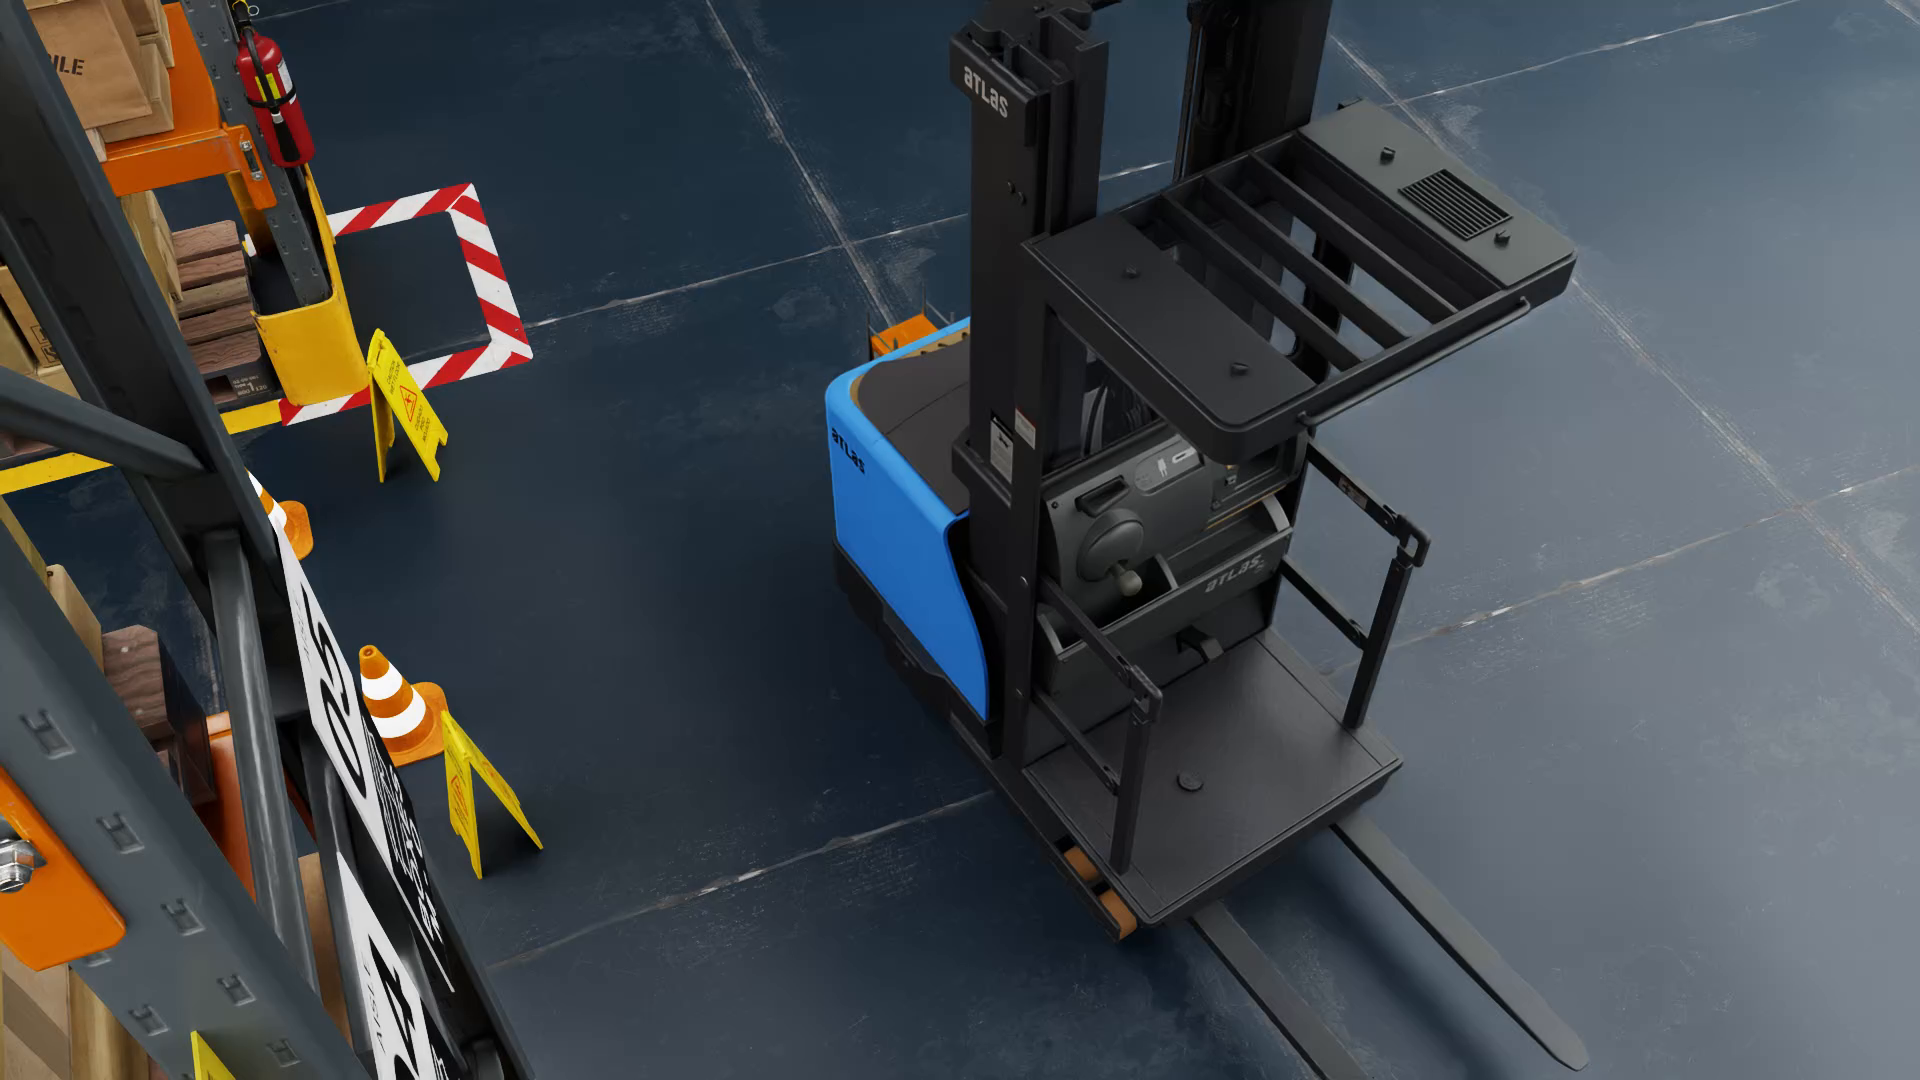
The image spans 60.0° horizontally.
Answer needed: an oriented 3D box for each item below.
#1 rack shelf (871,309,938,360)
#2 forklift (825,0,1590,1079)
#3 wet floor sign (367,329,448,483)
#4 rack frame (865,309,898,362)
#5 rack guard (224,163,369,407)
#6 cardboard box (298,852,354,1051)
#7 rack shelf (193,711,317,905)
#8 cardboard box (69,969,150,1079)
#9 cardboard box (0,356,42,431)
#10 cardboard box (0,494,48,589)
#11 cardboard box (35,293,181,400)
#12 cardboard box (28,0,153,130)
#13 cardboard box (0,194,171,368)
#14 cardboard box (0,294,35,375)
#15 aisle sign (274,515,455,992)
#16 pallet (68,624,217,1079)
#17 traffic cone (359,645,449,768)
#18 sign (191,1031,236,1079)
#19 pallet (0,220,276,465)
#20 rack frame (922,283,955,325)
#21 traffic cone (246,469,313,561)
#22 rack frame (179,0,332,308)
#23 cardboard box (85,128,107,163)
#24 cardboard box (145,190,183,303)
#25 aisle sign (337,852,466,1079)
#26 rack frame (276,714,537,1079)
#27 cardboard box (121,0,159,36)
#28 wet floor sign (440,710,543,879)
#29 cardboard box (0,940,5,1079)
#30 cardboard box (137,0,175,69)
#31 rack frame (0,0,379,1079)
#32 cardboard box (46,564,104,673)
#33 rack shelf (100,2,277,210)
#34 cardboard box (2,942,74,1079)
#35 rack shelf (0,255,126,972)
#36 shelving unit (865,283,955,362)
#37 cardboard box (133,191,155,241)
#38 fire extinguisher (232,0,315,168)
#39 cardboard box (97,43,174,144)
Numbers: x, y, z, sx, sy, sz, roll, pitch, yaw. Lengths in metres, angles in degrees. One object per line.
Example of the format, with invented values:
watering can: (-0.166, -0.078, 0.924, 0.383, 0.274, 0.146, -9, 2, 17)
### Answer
rack shelf: (-0.178, -0.647, 6.094, 0.240, 0.259, 0.215, -28, 55, -22)
forklift: (0.762, -0.066, 4.716, 1.130, 2.935, 3.031, -27, 55, -21)
wet floor sign: (-2.256, -0.547, 6.635, 0.232, 0.644, 0.267, -2, 49, -1)
rack frame: (-0.278, -0.416, 6.256, 0.008, 1.050, 0.200, -28, 55, -22)
rack guard: (-2.907, -1.175, 7.270, 0.348, 0.500, 1.175, -17, 52, -14)
cardboard box: (-1.229, 1.115, 2.845, 0.550, 0.550, 0.875, -17, 52, -14)
rack shelf: (-2.723, 1.267, 2.022, 4.000, 0.370, 1.077, -17, 52, -14)
cardboard box: (-1.051, 0.705, 1.854, 0.250, 0.149, 0.380, -17, 52, -14)
cardboard box: (-3.966, -0.688, 6.740, 0.500, 0.250, 0.500, -17, 51, -14)
cardboard box: (-1.415, 0.200, 2.025, 0.500, 0.250, 0.500, -17, 52, -14)
cardboard box: (-3.505, -0.824, 6.857, 0.500, 0.250, 0.500, -17, 52, -14)
cardboard box: (-3.235, -1.791, 5.890, 0.500, 0.500, 0.500, -18, 52, -15)
cardboard box: (-3.480, -1.083, 6.585, 0.500, 0.500, 0.500, -17, 51, -14)
cardboard box: (-3.961, -0.931, 6.455, 0.500, 0.500, 0.500, -15, 51, -13)
aisle sign: (-0.919, 0.359, 2.592, 0.004, 0.787, 0.394, -17, 52, -14)
pallet: (-1.554, 0.708, 2.086, 1.213, 0.211, 1.003, -17, 52, -14)
traffic cone: (-2.012, 0.527, 5.833, 0.334, 0.463, 0.336, -17, 52, -14)
sign: (-0.679, 0.582, 1.605, 0.005, 0.325, 0.100, -17, 52, -14)
pallet: (-3.672, -0.872, 7.201, 1.213, 0.211, 1.003, -17, 52, -14)
rack frame: (-0.077, -0.522, 6.347, 0.008, 1.050, 0.200, -28, 55, -22)
traffic cone: (-2.747, -0.155, 6.419, 0.334, 0.463, 0.336, -17, 52, -14)
rack frame: (-2.836, -2.011, 6.340, 0.127, 3.000, 1.000, -17, 52, -14)
cardboard box: (-3.294, -1.521, 6.085, 0.250, 0.149, 0.380, -18, 52, -15)
cardboard box: (-3.688, -1.215, 7.192, 0.500, 0.250, 0.500, -18, 52, -15)
aisle sign: (-0.692, 0.780, 2.230, 0.004, 0.787, 0.394, -17, 52, -14)
rack frame: (-0.871, 1.437, 3.380, 0.127, 3.000, 1.000, -17, 52, -14)
cardboard box: (-3.380, -2.199, 6.240, 0.500, 0.500, 0.500, -18, 52, -15)
wet floor sign: (-1.593, 0.805, 5.474, 0.232, 0.644, 0.267, -26, 54, -20)
cardboard box: (-1.055, 0.447, 1.550, 0.250, 0.149, 0.380, -17, 51, -14)
cardboard box: (-3.229, -1.977, 6.477, 0.250, 0.149, 0.380, -17, 51, -14)
rack frame: (-0.871, -0.518, 1.104, 0.127, 3.000, 1.000, -17, 52, -14)
cardboard box: (-1.310, 0.245, 2.249, 0.250, 0.149, 0.380, -17, 51, -14)
rack shelf: (-4.688, -1.203, 6.121, 4.000, 0.370, 1.077, -17, 52, -14)
cardboard box: (-1.219, 0.579, 1.700, 0.500, 0.250, 0.500, -17, 51, -14)
rack shelf: (-2.723, 0.420, 1.036, 4.000, 0.370, 1.077, -17, 52, -14)
shelving unit: (-0.178, -0.469, 6.301, 0.252, 1.050, 0.215, -28, 55, -22)
cardboard box: (-3.710, -1.452, 6.902, 0.500, 0.500, 0.500, -19, 52, -15)
fire extinguisher: (-2.556, -1.695, 6.120, 0.183, 0.674, 0.296, -17, 52, -14)
cardboard box: (-3.102, -1.672, 6.215, 0.250, 0.149, 0.380, -16, 51, -13)
